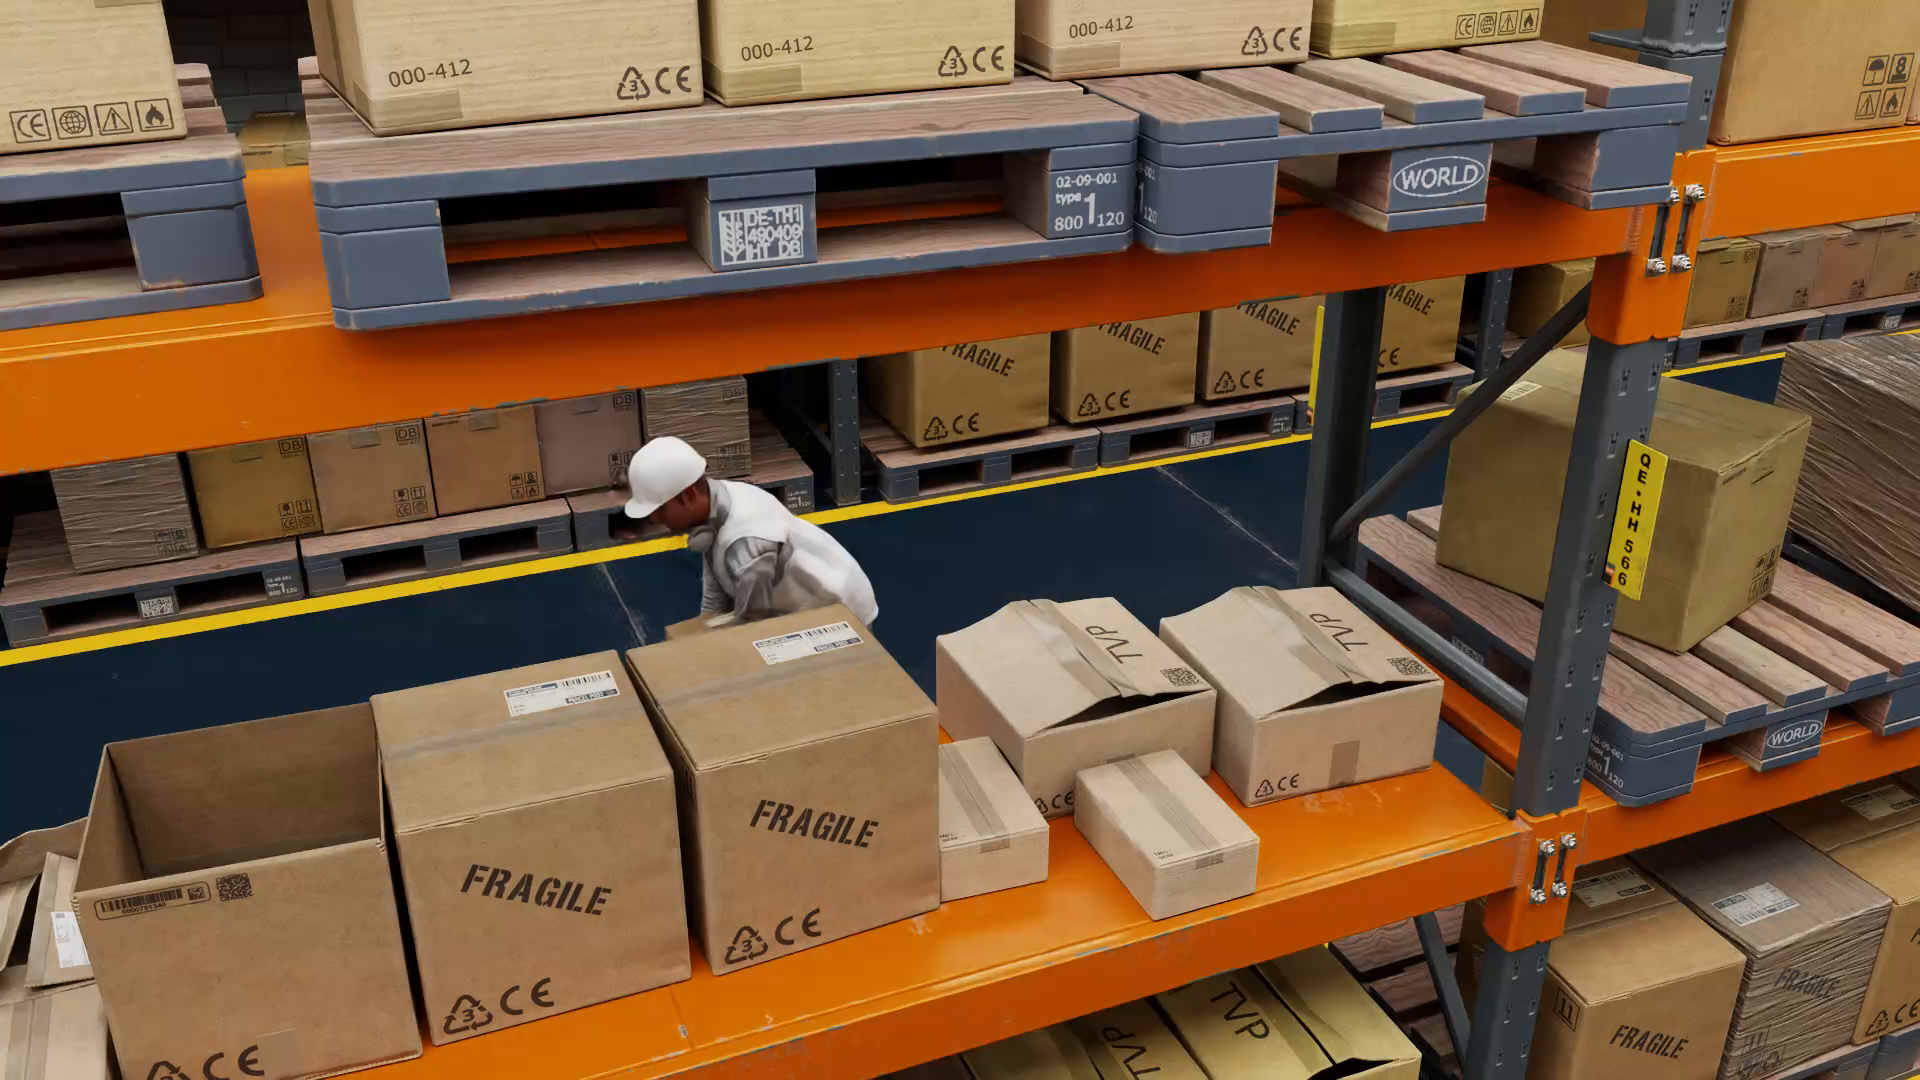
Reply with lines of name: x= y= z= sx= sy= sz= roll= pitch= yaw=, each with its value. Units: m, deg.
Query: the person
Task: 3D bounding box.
person: x=-0.673 y=0.365 z=5.534 sx=0.794 sy=1.597 sz=0.467 roll=-11 pitch=28 yaw=-22
